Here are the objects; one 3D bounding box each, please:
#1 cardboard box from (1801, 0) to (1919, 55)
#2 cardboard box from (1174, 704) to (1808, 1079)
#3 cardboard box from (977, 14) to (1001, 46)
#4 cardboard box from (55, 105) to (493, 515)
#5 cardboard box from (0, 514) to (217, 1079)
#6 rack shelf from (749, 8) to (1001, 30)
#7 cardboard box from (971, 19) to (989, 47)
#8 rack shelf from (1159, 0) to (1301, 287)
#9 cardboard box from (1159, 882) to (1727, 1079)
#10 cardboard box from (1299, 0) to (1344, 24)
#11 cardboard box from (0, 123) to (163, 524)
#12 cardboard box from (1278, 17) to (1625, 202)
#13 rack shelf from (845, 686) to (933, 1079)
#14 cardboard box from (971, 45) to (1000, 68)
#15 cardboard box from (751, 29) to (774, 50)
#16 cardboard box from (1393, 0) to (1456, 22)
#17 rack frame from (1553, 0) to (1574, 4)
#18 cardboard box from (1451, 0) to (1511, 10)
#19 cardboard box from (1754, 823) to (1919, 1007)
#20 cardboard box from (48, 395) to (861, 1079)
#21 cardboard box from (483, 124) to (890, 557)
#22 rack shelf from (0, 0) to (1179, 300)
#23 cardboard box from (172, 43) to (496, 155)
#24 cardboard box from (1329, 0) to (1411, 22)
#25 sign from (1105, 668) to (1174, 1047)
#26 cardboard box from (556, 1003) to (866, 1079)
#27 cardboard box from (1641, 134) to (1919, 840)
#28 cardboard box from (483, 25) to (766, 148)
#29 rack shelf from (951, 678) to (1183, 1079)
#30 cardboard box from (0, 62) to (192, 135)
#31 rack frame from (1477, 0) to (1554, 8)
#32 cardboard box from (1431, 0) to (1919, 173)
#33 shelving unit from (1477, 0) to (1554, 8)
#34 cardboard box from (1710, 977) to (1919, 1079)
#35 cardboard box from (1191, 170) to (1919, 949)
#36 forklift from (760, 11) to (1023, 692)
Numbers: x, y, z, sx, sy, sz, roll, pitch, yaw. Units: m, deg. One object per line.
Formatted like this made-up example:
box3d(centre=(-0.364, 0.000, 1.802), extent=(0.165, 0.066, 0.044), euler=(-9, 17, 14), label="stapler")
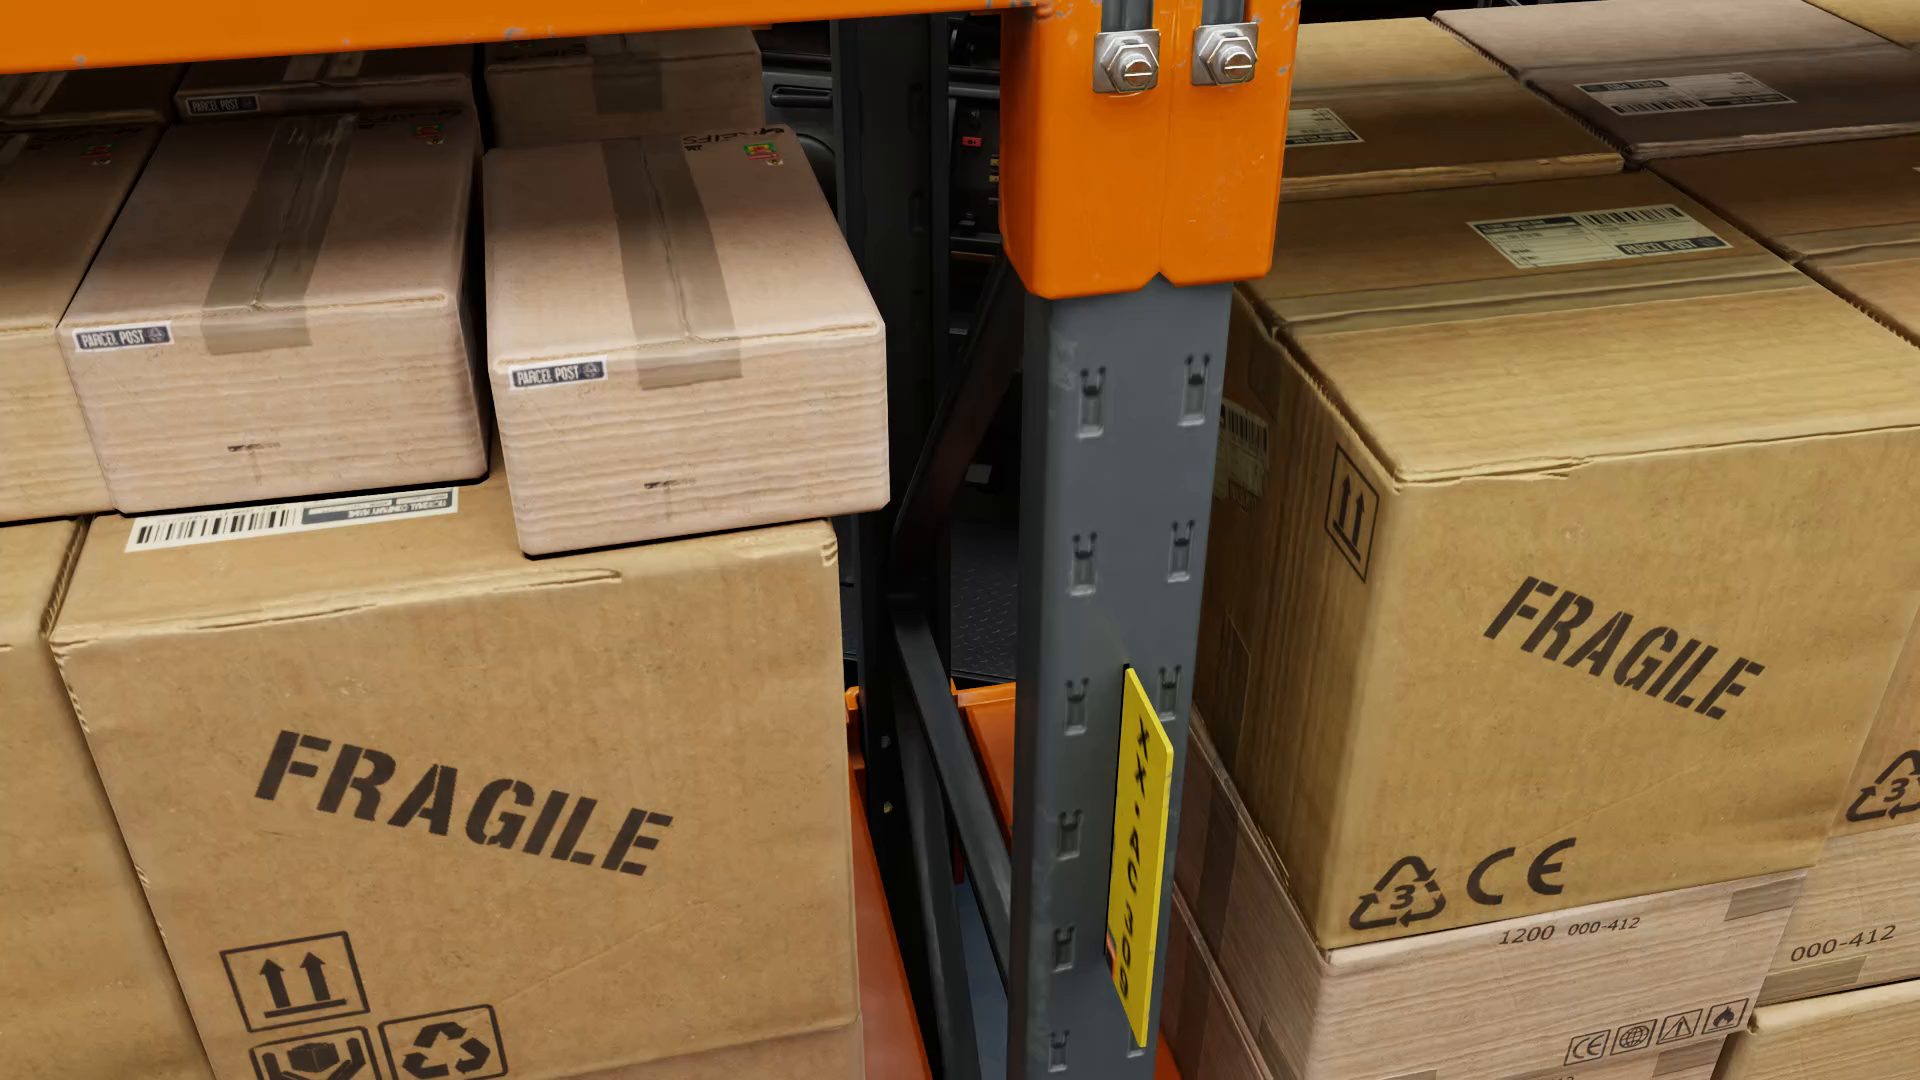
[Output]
box3d(centre=(1.399, -0.418, 2.193), extent=(0.500, 0.500, 0.500), euler=(-6, 34, -9), label="cardboard box")
box3d(centre=(0.508, 0.304, 1.792), extent=(0.500, 0.250, 0.500), euler=(-8, 35, -12), label="cardboard box")
box3d(centre=(0.228, -2.075, 6.935), extent=(0.250, 0.149, 0.380), euler=(-6, 34, -9), label="cardboard box")
box3d(centre=(-0.495, -0.192, 1.275), extent=(0.250, 0.149, 0.380), euler=(-6, 34, -9), label="cardboard box")
box3d(centre=(-0.880, 0.159, 1.334), extent=(0.500, 0.500, 0.500), euler=(-8, 35, -11), label="cardboard box")
box3d(centre=(0.868, -2.295, 6.623), extent=(4.000, 0.370, 1.077), euler=(-7, 35, -11), label="rack shelf")
box3d(centre=(-0.052, -2.071, 6.928), extent=(0.250, 0.149, 0.380), euler=(-9, 35, -13), label="cardboard box")
box3d(centre=(1.967, -0.843, 1.768), extent=(4.000, 0.370, 1.077), euler=(-7, 35, -11), label="rack shelf")
box3d(centre=(0.504, 0.501, 1.945), extent=(0.500, 0.250, 0.500), euler=(-8, 35, -12), label="cardboard box")
box3d(centre=(1.466, -2.275, 7.233), extent=(0.250, 0.149, 0.380), euler=(-9, 35, -13), label="cardboard box")
box3d(centre=(-0.740, -0.167, 1.237), extent=(0.250, 0.149, 0.380), euler=(-7, 35, -10), label="cardboard box")
box3d(centre=(0.397, -0.298, 2.016), extent=(0.500, 0.500, 0.500), euler=(-6, 34, -9), label="cardboard box")
box3d(centre=(-1.934, 0.894, 1.871), extent=(4.000, 0.370, 1.077), euler=(-7, 35, -11), label="rack shelf")
box3d(centre=(0.091, -1.808, 6.536), extent=(0.250, 0.149, 0.380), euler=(-8, 35, -11), label="cardboard box")
box3d(centre=(-0.687, -1.809, 6.271), extent=(0.250, 0.149, 0.380), euler=(-8, 35, -11), label="cardboard box")
box3d(centre=(1.977, -2.332, 7.318), extent=(0.250, 0.149, 0.380), euler=(-6, 34, -9), label="cardboard box")
box3d(centre=(2.819, -2.839, 6.789), extent=(0.127, 3.000, 1.000), euler=(-7, 35, -11), label="rack frame")
box3d(centre=(2.242, -2.350, 7.345), extent=(0.250, 0.149, 0.380), euler=(-5, 34, -8), label="cardboard box")
box3d(centre=(1.010, 0.224, 1.910), extent=(0.500, 0.250, 0.500), euler=(-7, 34, -10), label="cardboard box")
box3d(centre=(-0.383, 0.101, 1.420), extent=(0.500, 0.500, 0.500), euler=(-7, 35, -11), label="cardboard box")
box3d(centre=(-0.214, -0.165, 1.235), extent=(0.250, 0.149, 0.380), euler=(-8, 35, -12), label="cardboard box")
box3d(centre=(-1.934, -0.351, 1.035), extent=(4.000, 0.370, 1.077), euler=(-7, 35, -11), label="rack shelf")
box3d(centre=(-0.595, -0.438, 1.642), extent=(0.250, 0.149, 0.380), euler=(-7, 34, -10), label="cardboard box")
box3d(centre=(1.752, -2.258, 7.207), extent=(0.250, 0.149, 0.380), euler=(-7, 34, -10), label="cardboard box")
box3d(centre=(0.140, 0.259, 1.324), extent=(0.005, 0.325, 0.100), euler=(-7, 35, -11), label="sign")
box3d(centre=(-0.380, 0.504, 1.717), extent=(0.500, 0.500, 0.500), euler=(-7, 34, -10), label="cardboard box")
box3d(centre=(0.999, -0.082, 1.694), extent=(0.500, 0.500, 0.500), euler=(-7, 35, -11), label="cardboard box")
box3d(centre=(-0.349, -0.479, 1.702), extent=(0.250, 0.149, 0.380), euler=(-8, 35, -11), label="cardboard box")
box3d(centre=(1.967, 0.403, 2.604), extent=(4.000, 0.370, 1.077), euler=(-7, 35, -11), label="rack shelf")
box3d(centre=(-0.835, -0.384, 1.561), extent=(0.250, 0.149, 0.380), euler=(-8, 35, -11), label="cardboard box")
box3d(centre=(1.762, -1.171, 5.650), extent=(0.032, 1.500, 0.500), euler=(-3, 34, -5), label="rack frame")
box3d(centre=(0.900, -0.366, 2.116), extent=(0.500, 0.500, 0.500), euler=(-7, 34, -10), label="cardboard box")
box3d(centre=(1.247, -1.143, 5.608), extent=(1.083, 1.500, 0.587), euler=(-3, 34, -5), label="shelving unit")
box3d(centre=(1.008, 0.437, 2.041), extent=(0.500, 0.250, 0.500), euler=(-8, 35, -12), label="cardboard box")
box3d(centre=(0.509, -0.005, 1.578), extent=(0.500, 0.500, 0.500), euler=(-7, 34, -10), label="cardboard box")
box3d(centre=(-0.153, -0.878, 3.928), extent=(1.130, 2.935, 3.031), euler=(8, 35, 12), label="forklift")
